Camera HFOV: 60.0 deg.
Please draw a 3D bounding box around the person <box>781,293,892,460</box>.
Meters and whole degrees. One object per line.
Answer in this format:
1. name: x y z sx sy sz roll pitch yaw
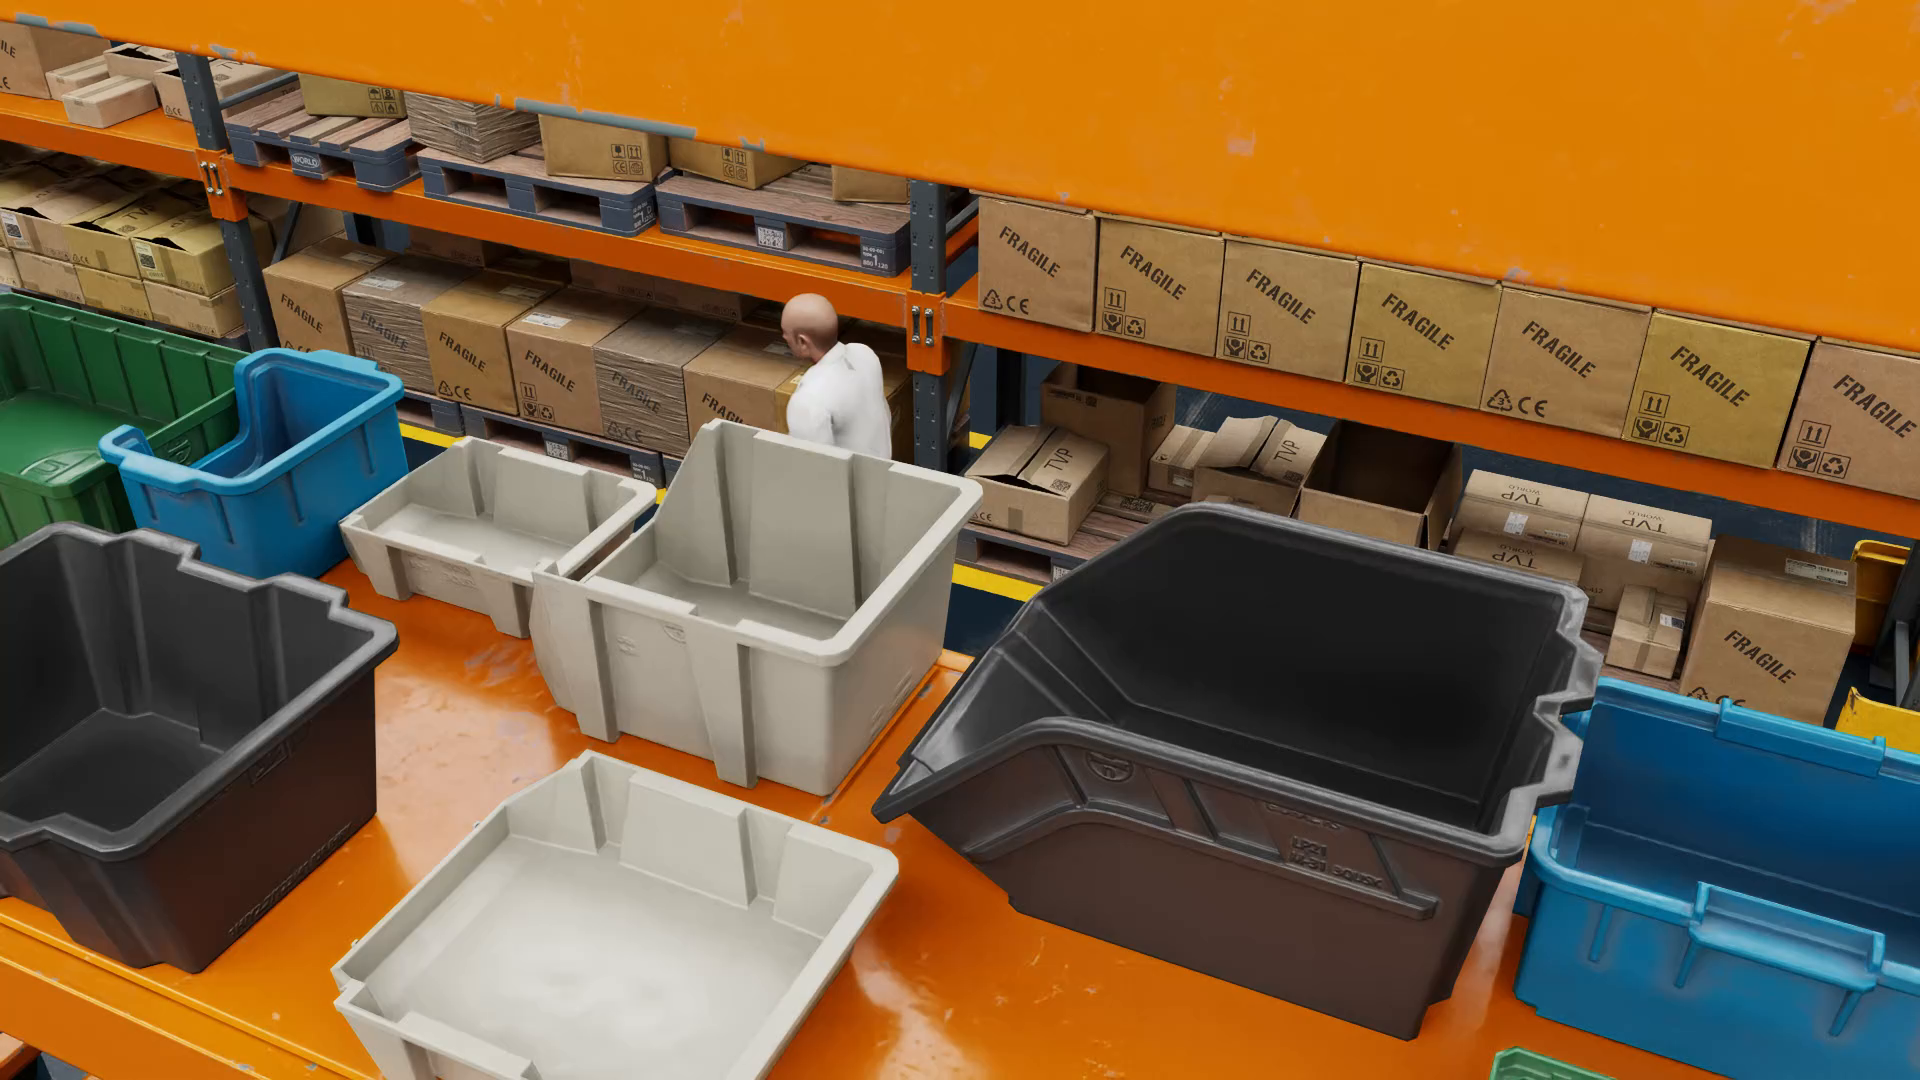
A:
1. person: -0.476 -0.121 6.340 0.424 1.773 0.640 14 36 20
